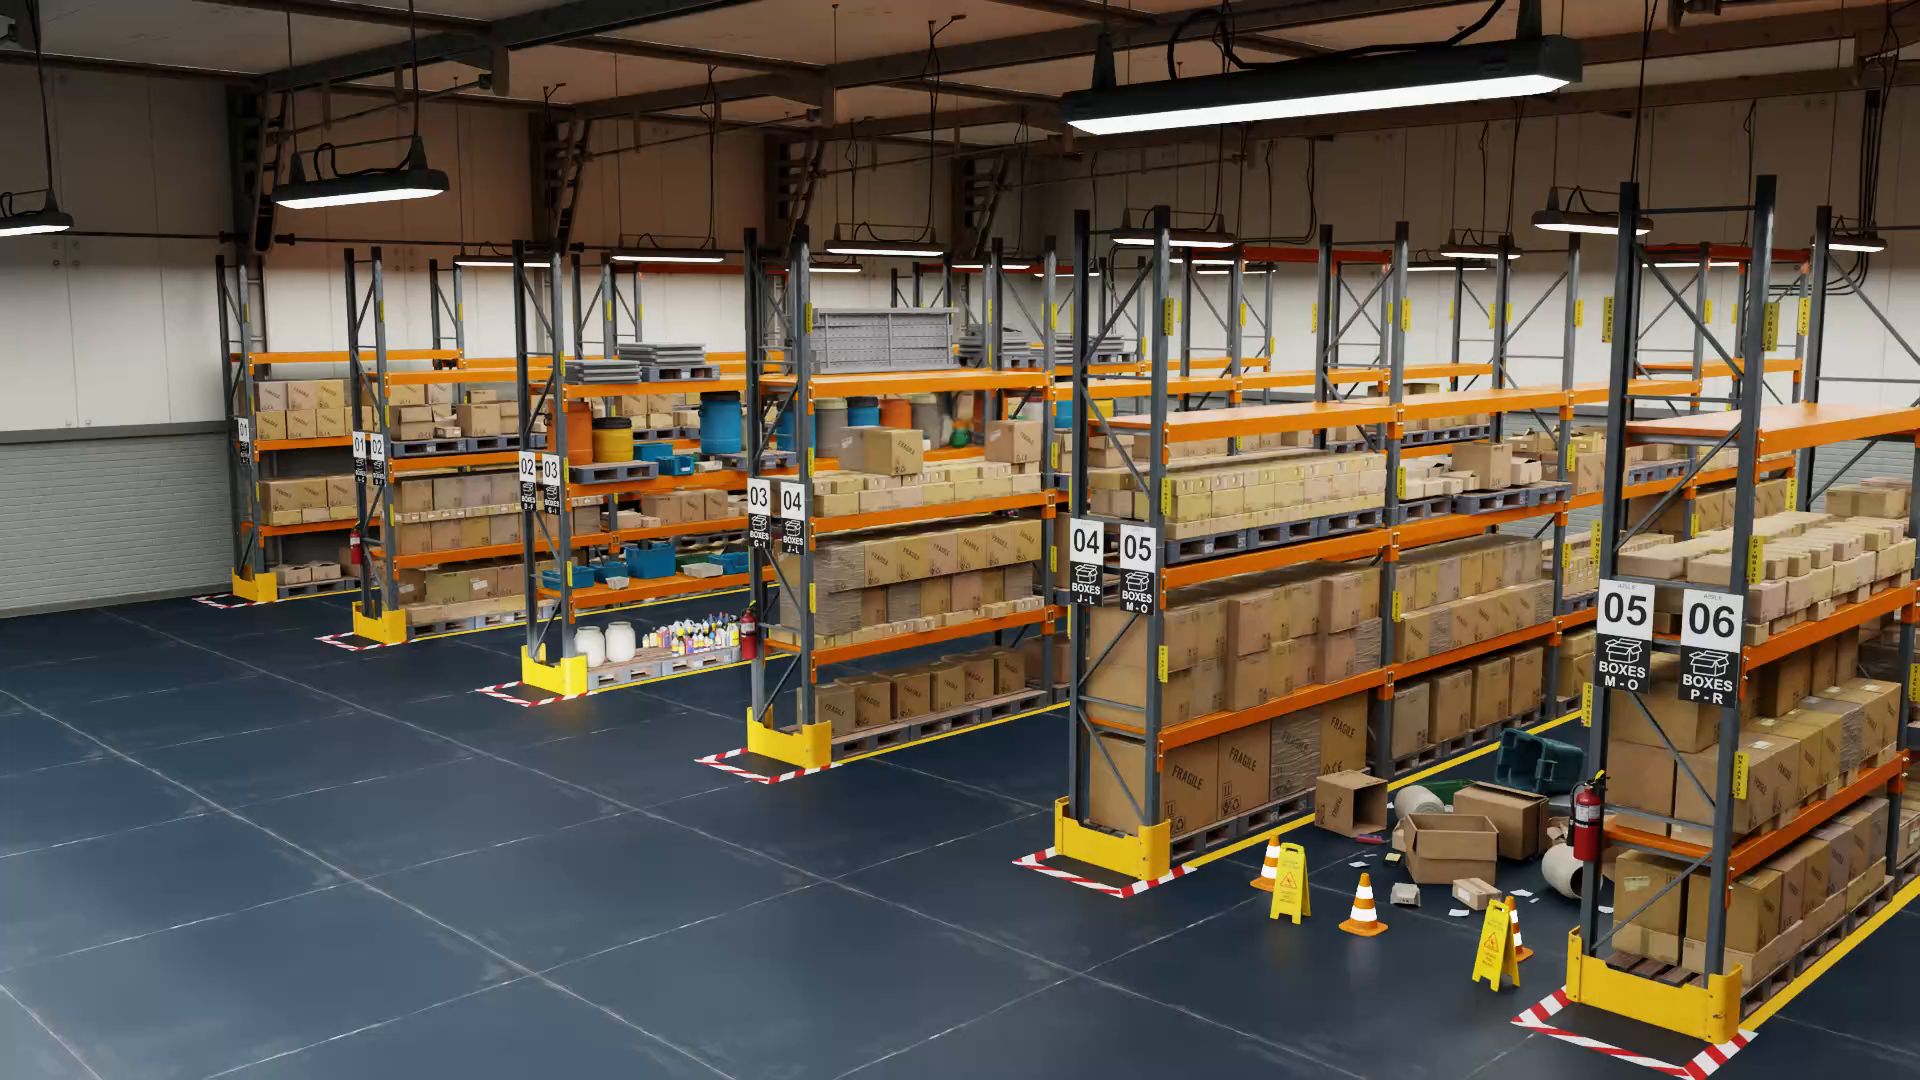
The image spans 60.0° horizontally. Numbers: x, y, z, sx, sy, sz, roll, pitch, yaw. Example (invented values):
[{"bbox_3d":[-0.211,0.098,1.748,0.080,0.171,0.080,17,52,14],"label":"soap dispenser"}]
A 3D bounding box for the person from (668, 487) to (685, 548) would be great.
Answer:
[{"bbox_3d":[-5.467,-0.237,32.044,0.695,1.770,0.633,-8,11,-44],"label":"person"}]
